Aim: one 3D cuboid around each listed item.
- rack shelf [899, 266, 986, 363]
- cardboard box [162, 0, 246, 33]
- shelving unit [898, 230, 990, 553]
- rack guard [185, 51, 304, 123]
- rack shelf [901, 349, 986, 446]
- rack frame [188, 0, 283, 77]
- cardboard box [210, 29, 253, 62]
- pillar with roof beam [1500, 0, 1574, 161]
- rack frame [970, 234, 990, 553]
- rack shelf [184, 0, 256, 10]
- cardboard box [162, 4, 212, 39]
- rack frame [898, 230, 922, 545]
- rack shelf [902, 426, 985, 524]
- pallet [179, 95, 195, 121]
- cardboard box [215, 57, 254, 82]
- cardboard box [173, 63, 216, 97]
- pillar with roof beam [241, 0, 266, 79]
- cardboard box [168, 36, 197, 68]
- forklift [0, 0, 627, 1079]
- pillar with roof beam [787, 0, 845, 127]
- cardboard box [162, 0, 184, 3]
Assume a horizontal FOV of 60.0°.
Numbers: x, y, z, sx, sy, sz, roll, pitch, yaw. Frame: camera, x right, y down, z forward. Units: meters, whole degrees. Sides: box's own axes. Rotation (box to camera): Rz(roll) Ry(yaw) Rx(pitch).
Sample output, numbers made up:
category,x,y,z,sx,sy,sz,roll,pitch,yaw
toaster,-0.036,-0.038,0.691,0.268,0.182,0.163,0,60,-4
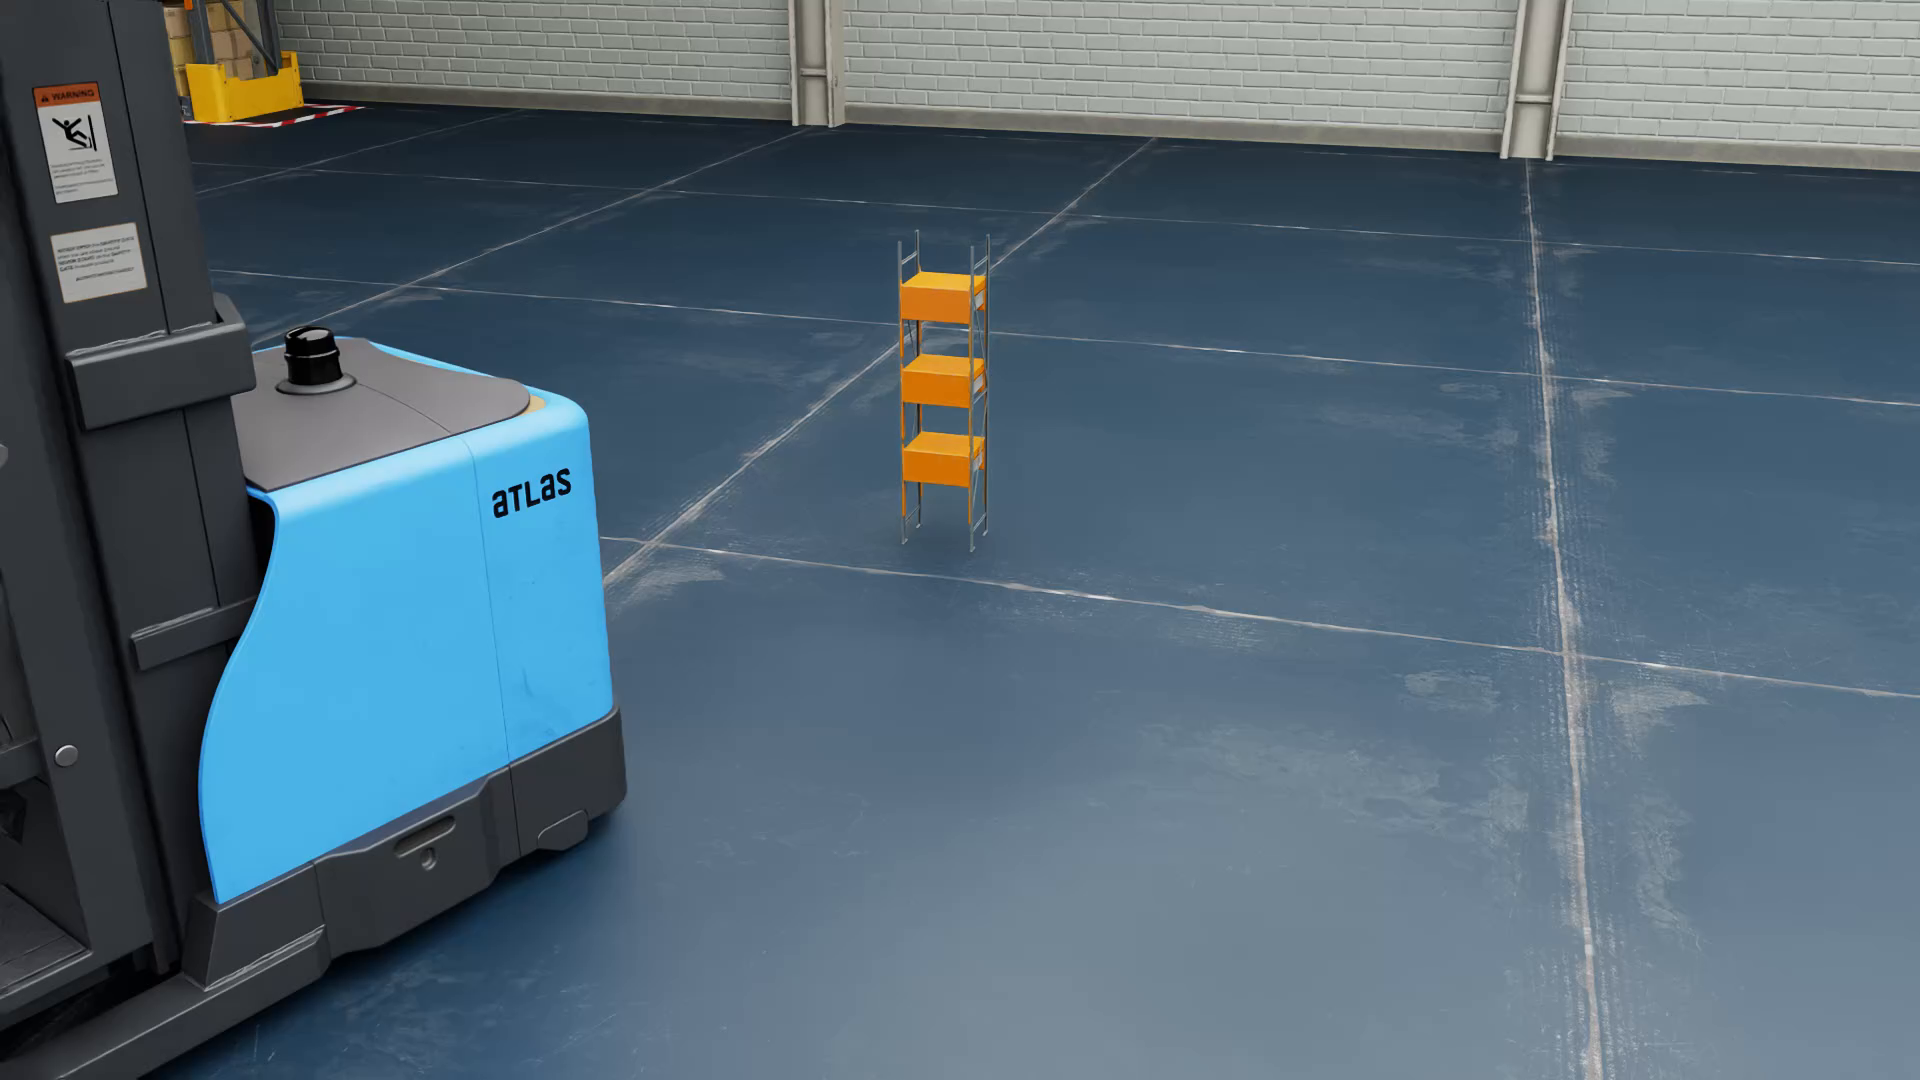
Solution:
category,x,y,z,sx,sy,sz,roll,pitch,yaw
rack shelf,-0.051,-0.744,5.481,0.240,0.259,0.215,7,23,16
cardboard box,-6.997,-4.851,15.395,0.500,0.250,0.500,6,23,15
shelving unit,-0.051,-0.492,5.585,0.252,1.050,0.215,7,23,16
rack guard,-6.569,-4.185,15.314,0.348,0.500,1.175,7,23,16
rack shelf,-0.051,-0.482,5.589,0.240,0.259,0.215,7,23,16
rack frame,-6.592,-5.344,14.847,0.127,3.000,1.000,7,23,16
cardboard box,-6.982,-4.625,15.503,0.500,0.250,0.500,7,23,16
pillar with roof beam,3.247,-5.644,7.672,0.400,9.000,9.100,7,23,16
rack frame,0.066,-0.478,5.552,0.008,1.050,0.200,7,23,16
rack shelf,-8.507,-5.231,15.518,4.000,0.370,1.077,7,23,16
cardboard box,-7.123,-4.666,14.946,0.500,0.250,0.500,7,23,17
rack frame,-0.168,-0.505,5.618,0.008,1.050,0.200,7,23,16
rack shelf,-0.051,-0.225,5.695,0.240,0.259,0.215,7,23,16
pallet,-7.336,-4.123,15.543,1.213,0.211,1.003,7,23,16
cardboard box,-7.006,-4.391,15.593,0.500,0.250,0.500,7,23,16
cardboard box,-7.133,-4.203,15.134,0.500,0.250,0.500,7,23,16
pillar with roof beam,-8.242,-6.960,10.879,0.400,9.000,9.100,7,23,16
cardboard box,-7.148,-4.438,15.047,0.500,0.250,0.500,6,23,15
forklift,-2.117,-0.344,2.746,1.130,2.935,3.031,16,27,35
pillar with roof beam,-2.497,-6.302,9.276,0.400,9.000,9.100,7,23,16
cardboard box,-7.477,-4.904,15.525,0.500,0.250,0.500,7,23,16
